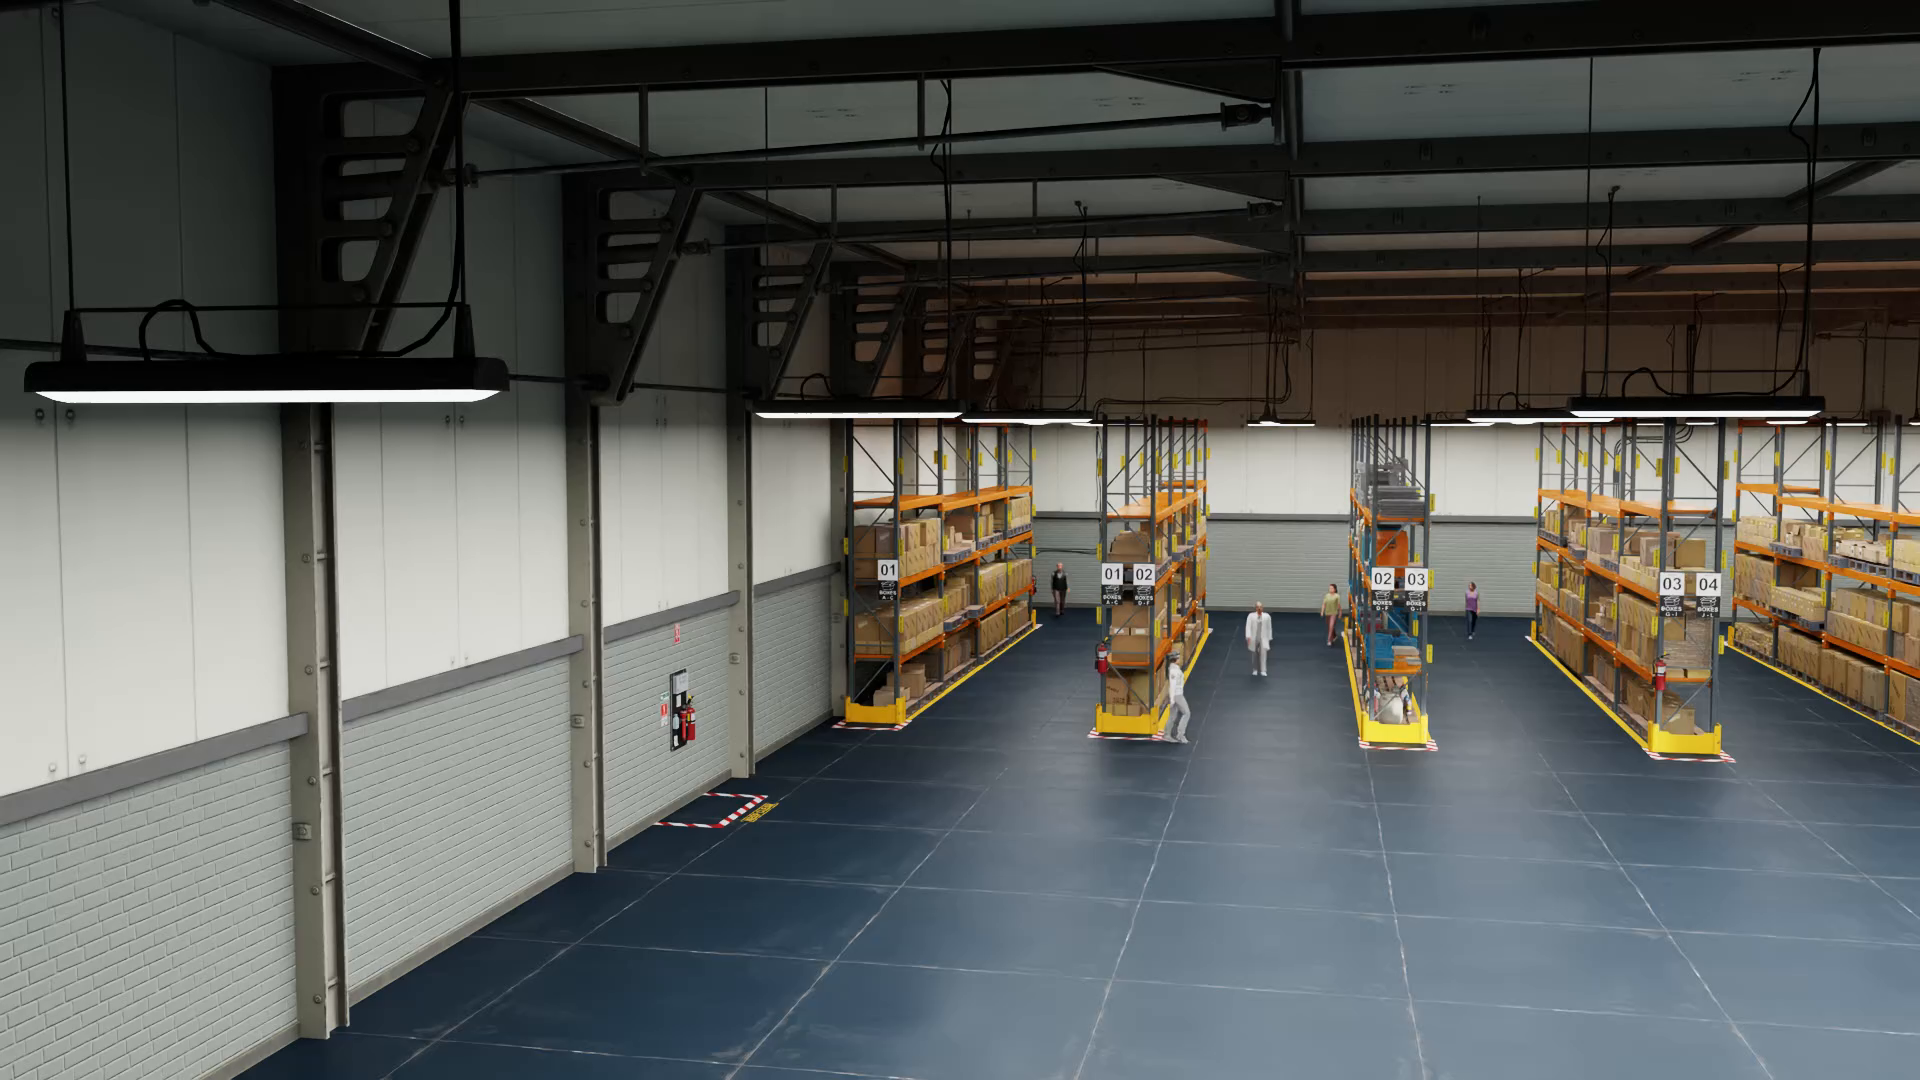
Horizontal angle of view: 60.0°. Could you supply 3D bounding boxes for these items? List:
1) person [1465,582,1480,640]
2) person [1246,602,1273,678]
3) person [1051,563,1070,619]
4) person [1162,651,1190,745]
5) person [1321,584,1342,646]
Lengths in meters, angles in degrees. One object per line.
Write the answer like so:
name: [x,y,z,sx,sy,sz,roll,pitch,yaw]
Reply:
person: [13.967,1.911,45.309,0.385,1.540,0.972,1,4,10]
person: [6.852,2.344,38.195,0.598,1.629,1.119,1,4,15]
person: [3.030,1.522,50.311,0.558,1.678,1.046,0,4,-3]
person: [3.942,2.876,30.390,0.482,1.684,0.510,0,4,-5]
person: [9.832,1.968,44.074,0.512,1.621,1.023,2,4,32]
